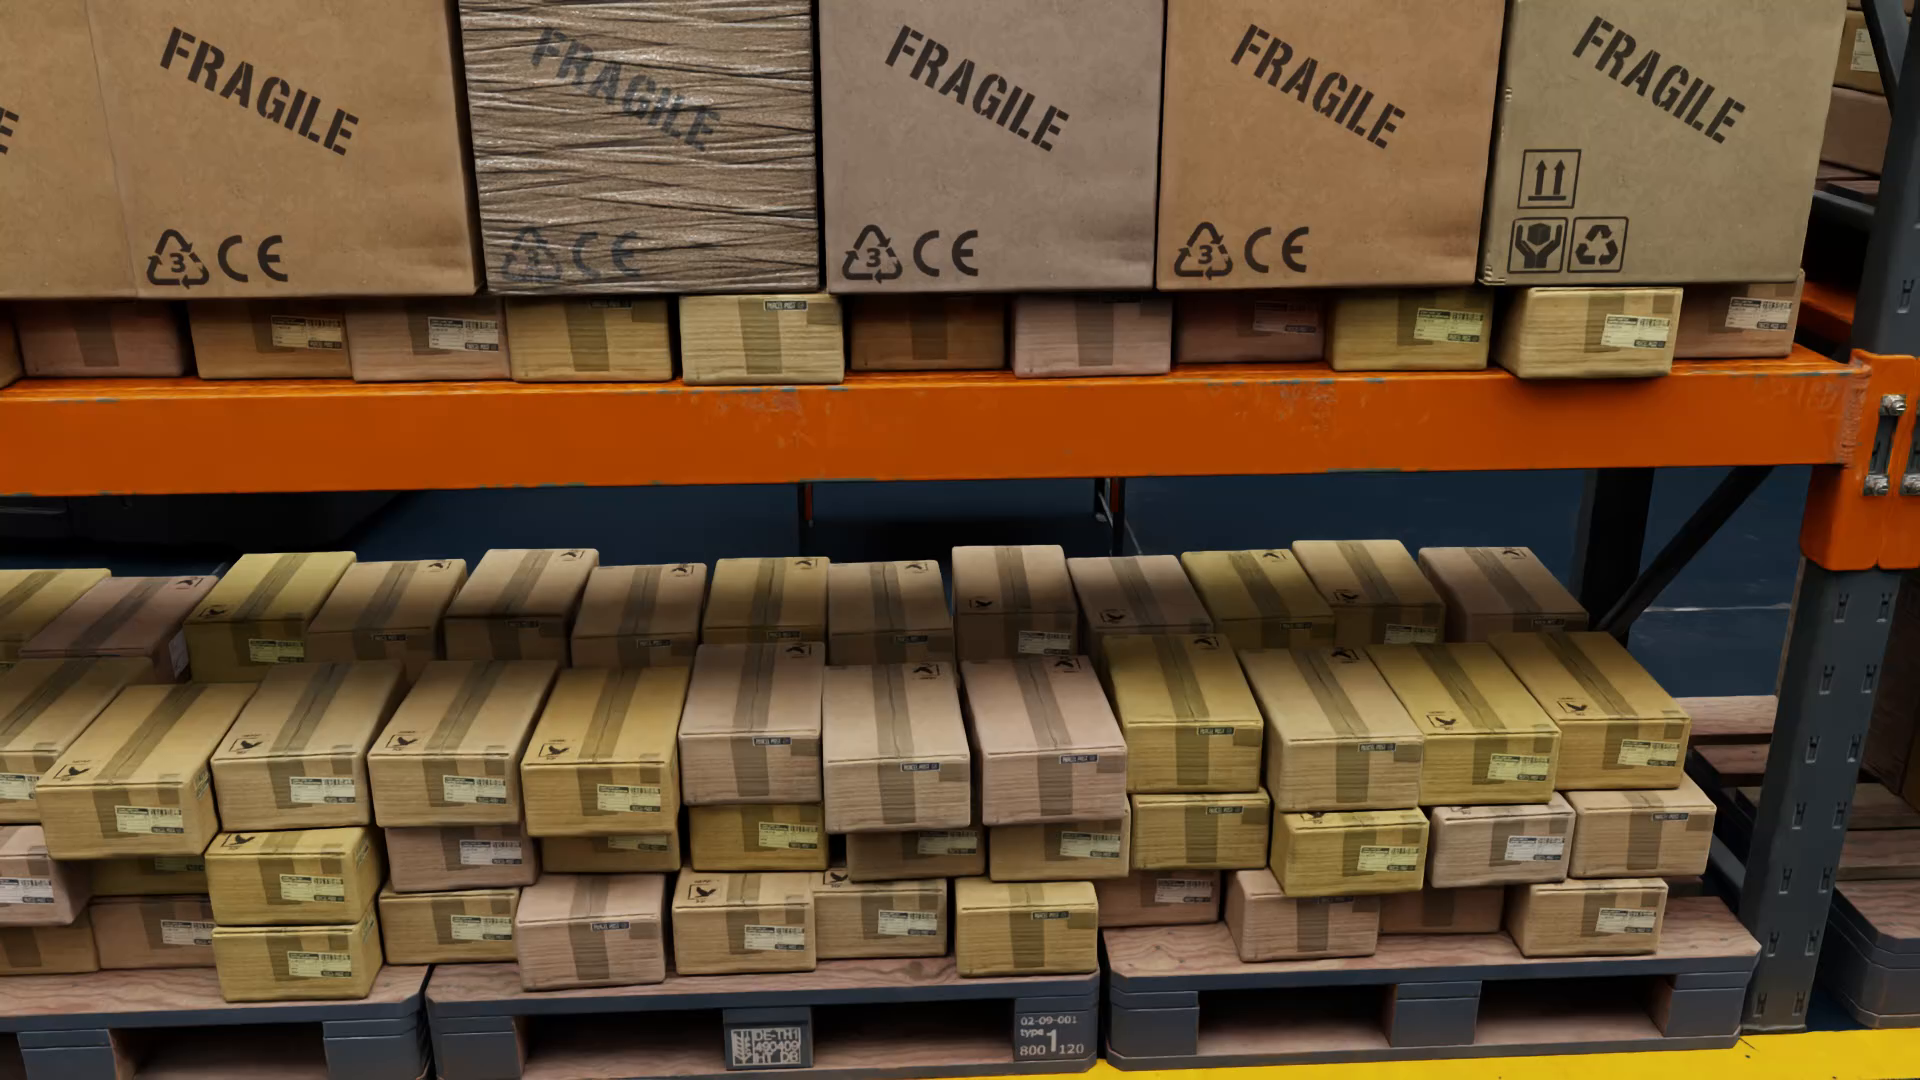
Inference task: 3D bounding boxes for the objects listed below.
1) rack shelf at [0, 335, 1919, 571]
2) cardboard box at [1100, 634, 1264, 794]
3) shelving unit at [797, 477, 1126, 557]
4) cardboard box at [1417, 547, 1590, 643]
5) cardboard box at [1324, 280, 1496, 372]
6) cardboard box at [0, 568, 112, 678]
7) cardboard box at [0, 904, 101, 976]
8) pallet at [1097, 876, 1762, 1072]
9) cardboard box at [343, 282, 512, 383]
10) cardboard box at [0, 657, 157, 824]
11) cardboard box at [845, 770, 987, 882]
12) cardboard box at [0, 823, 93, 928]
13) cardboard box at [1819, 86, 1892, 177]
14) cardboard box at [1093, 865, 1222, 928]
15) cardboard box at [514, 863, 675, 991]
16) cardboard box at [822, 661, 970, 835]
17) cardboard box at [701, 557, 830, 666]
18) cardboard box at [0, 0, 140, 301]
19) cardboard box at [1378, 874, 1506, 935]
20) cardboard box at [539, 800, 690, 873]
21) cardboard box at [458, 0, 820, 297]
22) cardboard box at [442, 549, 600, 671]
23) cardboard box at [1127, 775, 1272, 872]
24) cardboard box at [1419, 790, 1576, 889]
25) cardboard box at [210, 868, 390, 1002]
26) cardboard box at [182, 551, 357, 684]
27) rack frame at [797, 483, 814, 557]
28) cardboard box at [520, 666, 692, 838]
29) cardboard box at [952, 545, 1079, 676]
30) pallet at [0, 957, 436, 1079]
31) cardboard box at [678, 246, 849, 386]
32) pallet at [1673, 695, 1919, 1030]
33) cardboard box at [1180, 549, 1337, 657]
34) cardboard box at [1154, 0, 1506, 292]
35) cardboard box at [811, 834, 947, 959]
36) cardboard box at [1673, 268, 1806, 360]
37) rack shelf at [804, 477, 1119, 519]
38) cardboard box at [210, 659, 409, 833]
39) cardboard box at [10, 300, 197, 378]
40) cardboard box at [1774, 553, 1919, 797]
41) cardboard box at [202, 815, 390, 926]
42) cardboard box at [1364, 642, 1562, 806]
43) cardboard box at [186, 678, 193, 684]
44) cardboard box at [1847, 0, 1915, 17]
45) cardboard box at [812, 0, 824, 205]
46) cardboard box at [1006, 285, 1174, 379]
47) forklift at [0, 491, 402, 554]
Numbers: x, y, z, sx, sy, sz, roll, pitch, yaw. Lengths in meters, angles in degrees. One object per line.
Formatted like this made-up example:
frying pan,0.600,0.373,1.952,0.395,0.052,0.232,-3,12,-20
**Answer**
rack shelf,-0.482,-0.264,3.110,4.000,0.370,1.077,-1,21,-3
cardboard box,0.410,0.321,3.142,0.250,0.149,0.380,0,21,-1
shelving unit,-0.007,-0.526,5.420,1.048,1.125,0.538,-1,21,-3
cardboard box,1.159,0.151,3.590,0.250,0.149,0.380,0,21,-1
cardboard box,0.721,-0.406,2.826,0.250,0.149,0.380,0,21,-1
cardboard box,-1.965,0.198,3.466,0.250,0.149,0.380,-1,21,-2
cardboard box,-1.681,0.645,3.127,0.250,0.149,0.380,-1,21,-3
pallet,0.846,0.689,3.516,1.213,0.211,1.003,-1,21,-3
cardboard box,-0.842,-0.384,2.768,0.250,0.149,0.380,-2,21,-4
cardboard box,-1.668,0.360,3.040,0.250,0.149,0.380,-1,21,-2
cardboard box,-0.096,0.478,3.149,0.250,0.149,0.380,-2,21,-6
cardboard box,-1.665,0.532,3.005,0.250,0.149,0.380,-1,21,-3
cardboard box,1.900,-0.798,3.264,0.250,0.149,0.380,-2,21,-4
cardboard box,0.348,0.590,3.271,0.250,0.149,0.380,-2,21,-4
cardboard box,-0.669,0.658,3.093,0.250,0.149,0.380,-2,21,-6
cardboard box,-0.124,0.369,3.015,0.250,0.149,0.380,-2,21,-5
cardboard box,-0.403,0.173,3.531,0.250,0.149,0.380,-1,21,-3
cardboard box,-1.482,-0.676,2.623,0.500,0.500,0.500,-1,21,-3
cardboard box,0.878,0.600,3.246,0.250,0.149,0.380,-1,21,-2
cardboard box,-0.635,0.470,3.169,0.250,0.149,0.380,0,21,0
cardboard box,-0.484,-0.694,2.670,0.500,0.500,0.500,-2,21,-4
cardboard box,-0.932,0.155,3.580,0.250,0.149,0.380,0,21,-1
cardboard box,0.426,0.467,3.176,0.250,0.149,0.380,-1,21,-3
cardboard box,0.949,0.485,3.129,0.250,0.149,0.380,-2,21,-6
cardboard box,-1.172,0.671,3.058,0.250,0.149,0.380,-1,21,-2
cardboard box,-1.460,0.163,3.559,0.250,0.149,0.380,-2,21,-4
rack frame,-0.514,-0.515,5.393,0.032,1.125,0.500,-1,21,-3
cardboard box,-0.624,0.375,3.001,0.250,0.149,0.380,-1,21,-2
cardboard box,0.113,0.147,3.599,0.250,0.149,0.380,-1,21,-2
pallet,-1.590,0.738,3.386,1.213,0.211,1.003,-1,21,-3
cardboard box,-0.314,-0.377,2.749,0.250,0.149,0.380,-1,21,-2
pallet,2.292,0.646,3.628,1.213,0.211,1.003,-1,21,-3
cardboard box,0.631,0.158,3.571,0.250,0.149,0.380,-1,21,-4
cardboard box,0.529,-0.706,2.702,0.500,0.500,0.500,-2,21,-5
cardboard box,-0.155,0.627,3.176,0.250,0.149,0.380,-1,21,-2
cardboard box,1.243,-0.435,2.900,0.250,0.149,0.380,-1,21,-4
rack shelf,-0.007,-0.297,5.507,1.000,0.278,0.538,-1,21,-3
cardboard box,-1.166,0.366,3.024,0.250,0.149,0.380,-2,21,-6
cardboard box,-1.362,-0.393,2.790,0.250,0.149,0.380,0,21,-1
cardboard box,2.239,0.227,3.733,0.500,0.500,0.500,-2,21,-4
cardboard box,-1.163,0.529,3.013,0.250,0.149,0.380,-1,21,-1
cardboard box,0.921,0.336,3.103,0.250,0.149,0.380,-1,21,-2
cardboard box,-1.704,0.339,3.513,0.250,0.149,0.380,-2,21,-4
cardboard box,1.904,-1.075,3.156,0.250,0.149,0.380,0,21,-1
cardboard box,-0.527,-0.875,3.144,0.500,0.500,0.500,0,21,0
cardboard box,0.193,-0.394,2.792,0.250,0.149,0.380,-2,21,-5
forklift,-3.476,-1.529,5.517,3.031,2.935,1.130,3,21,7
